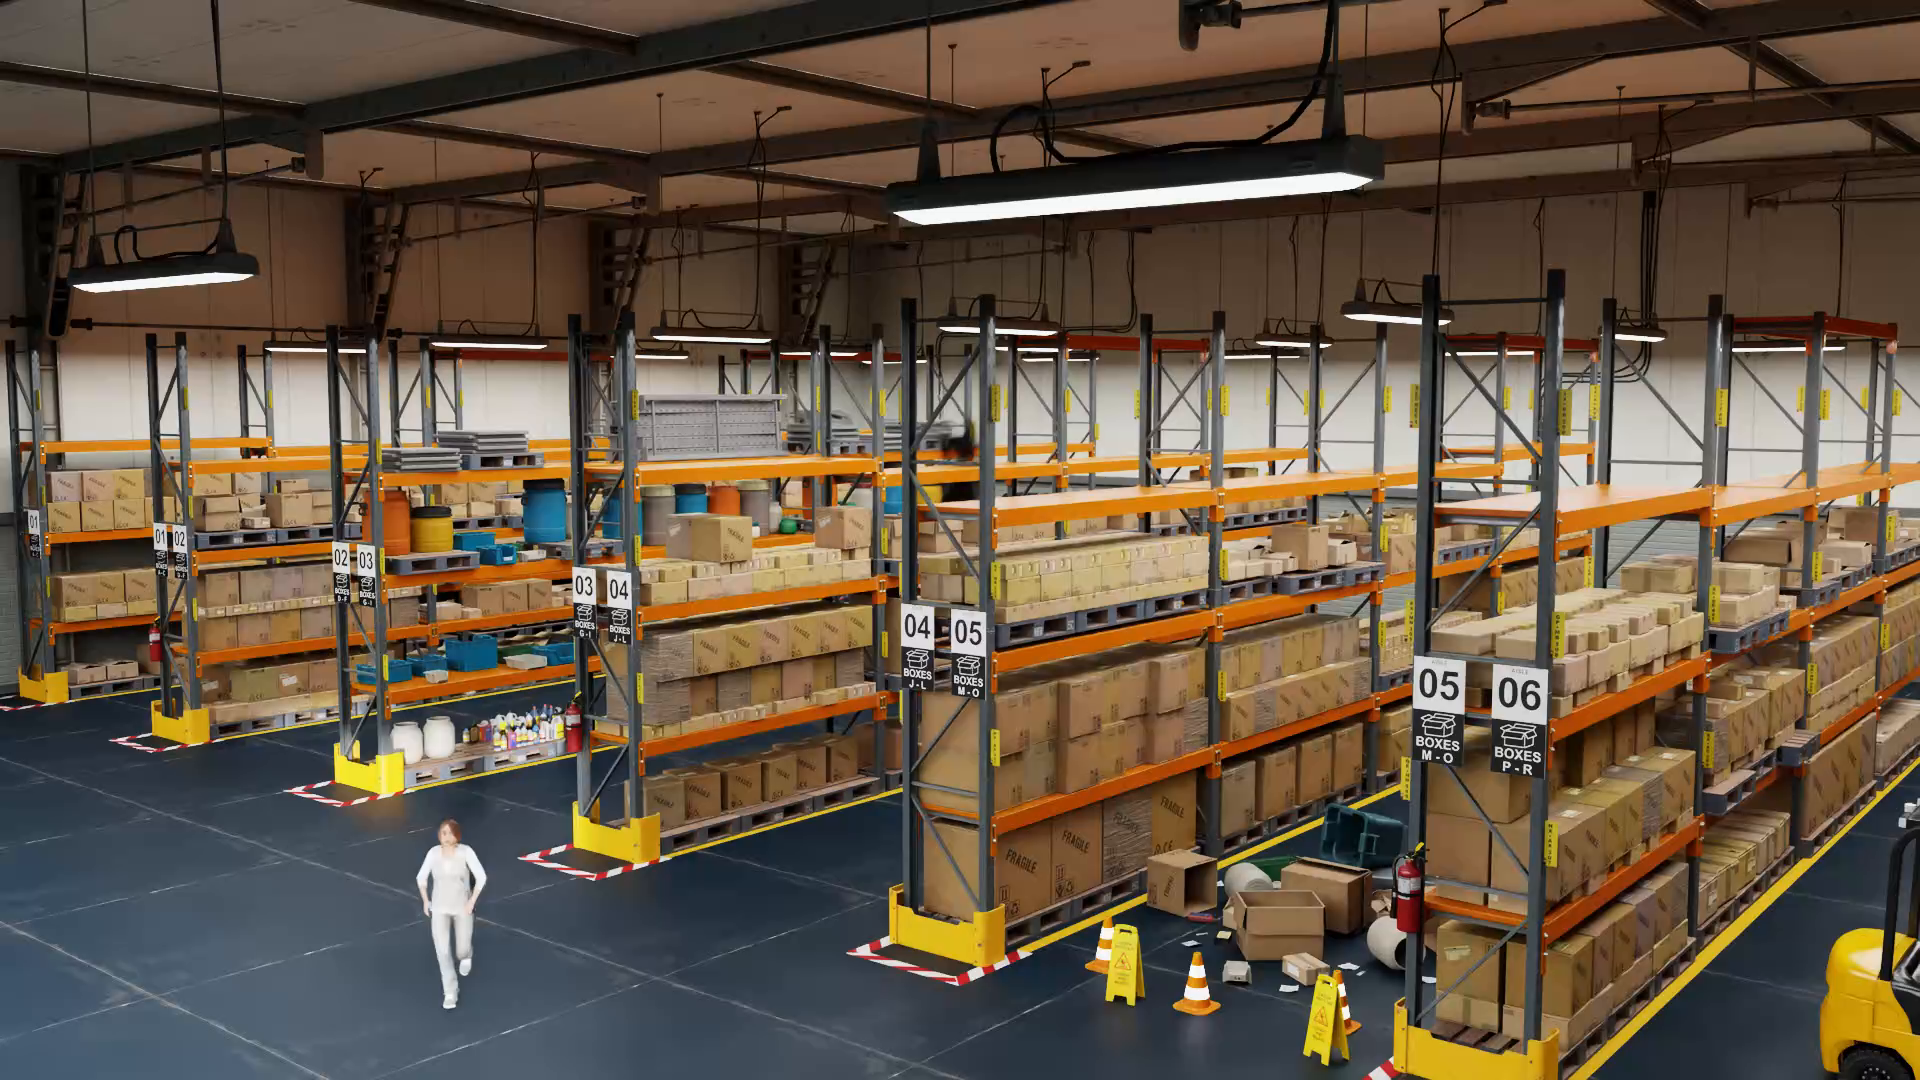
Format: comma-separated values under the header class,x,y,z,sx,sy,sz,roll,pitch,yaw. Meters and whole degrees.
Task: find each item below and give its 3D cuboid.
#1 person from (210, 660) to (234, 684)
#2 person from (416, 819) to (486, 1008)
class,x,y,z,sx,sy,sz,roll,pitch,yaw
person,-11.911,1.886,26.867,0.614,1.707,0.836,3,6,34
person,-4.307,3.118,14.102,0.575,1.557,0.678,-1,5,-9
